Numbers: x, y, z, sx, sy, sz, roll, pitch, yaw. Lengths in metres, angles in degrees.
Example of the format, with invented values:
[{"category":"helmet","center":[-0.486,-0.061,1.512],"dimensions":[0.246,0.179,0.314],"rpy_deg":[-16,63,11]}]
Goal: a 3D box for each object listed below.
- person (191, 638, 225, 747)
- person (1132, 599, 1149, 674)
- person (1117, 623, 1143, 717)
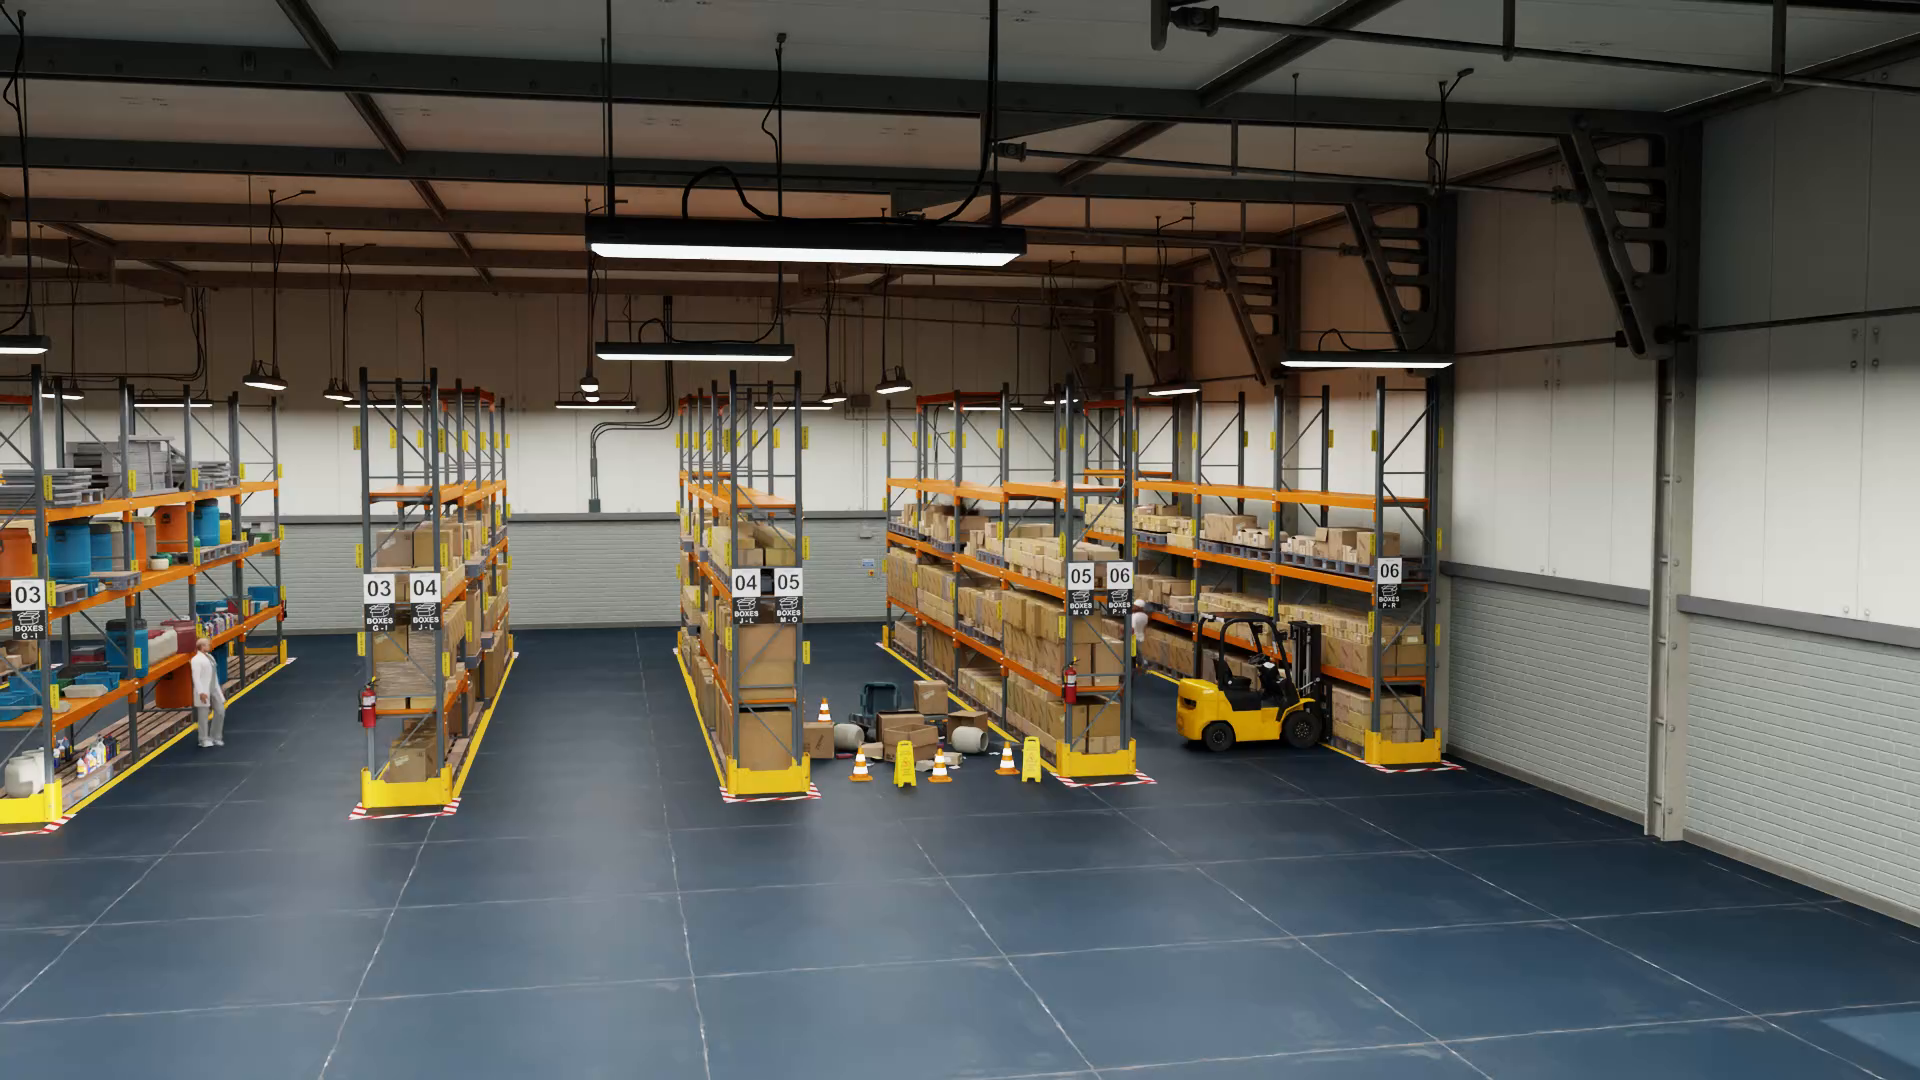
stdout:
[{"category":"person","center":[-12.362,2.534,27.292],"dimensions":[0.489,1.857,0.591],"rpy_deg":[2,4,28]},{"category":"person","center":[3.484,2.032,34.032],"dimensions":[0.658,1.674,0.843],"rpy_deg":[-3,4,-37]},{"category":"person","center":[2.993,2.352,30.167],"dimensions":[0.639,1.680,0.692],"rpy_deg":[-1,3,-9]}]
